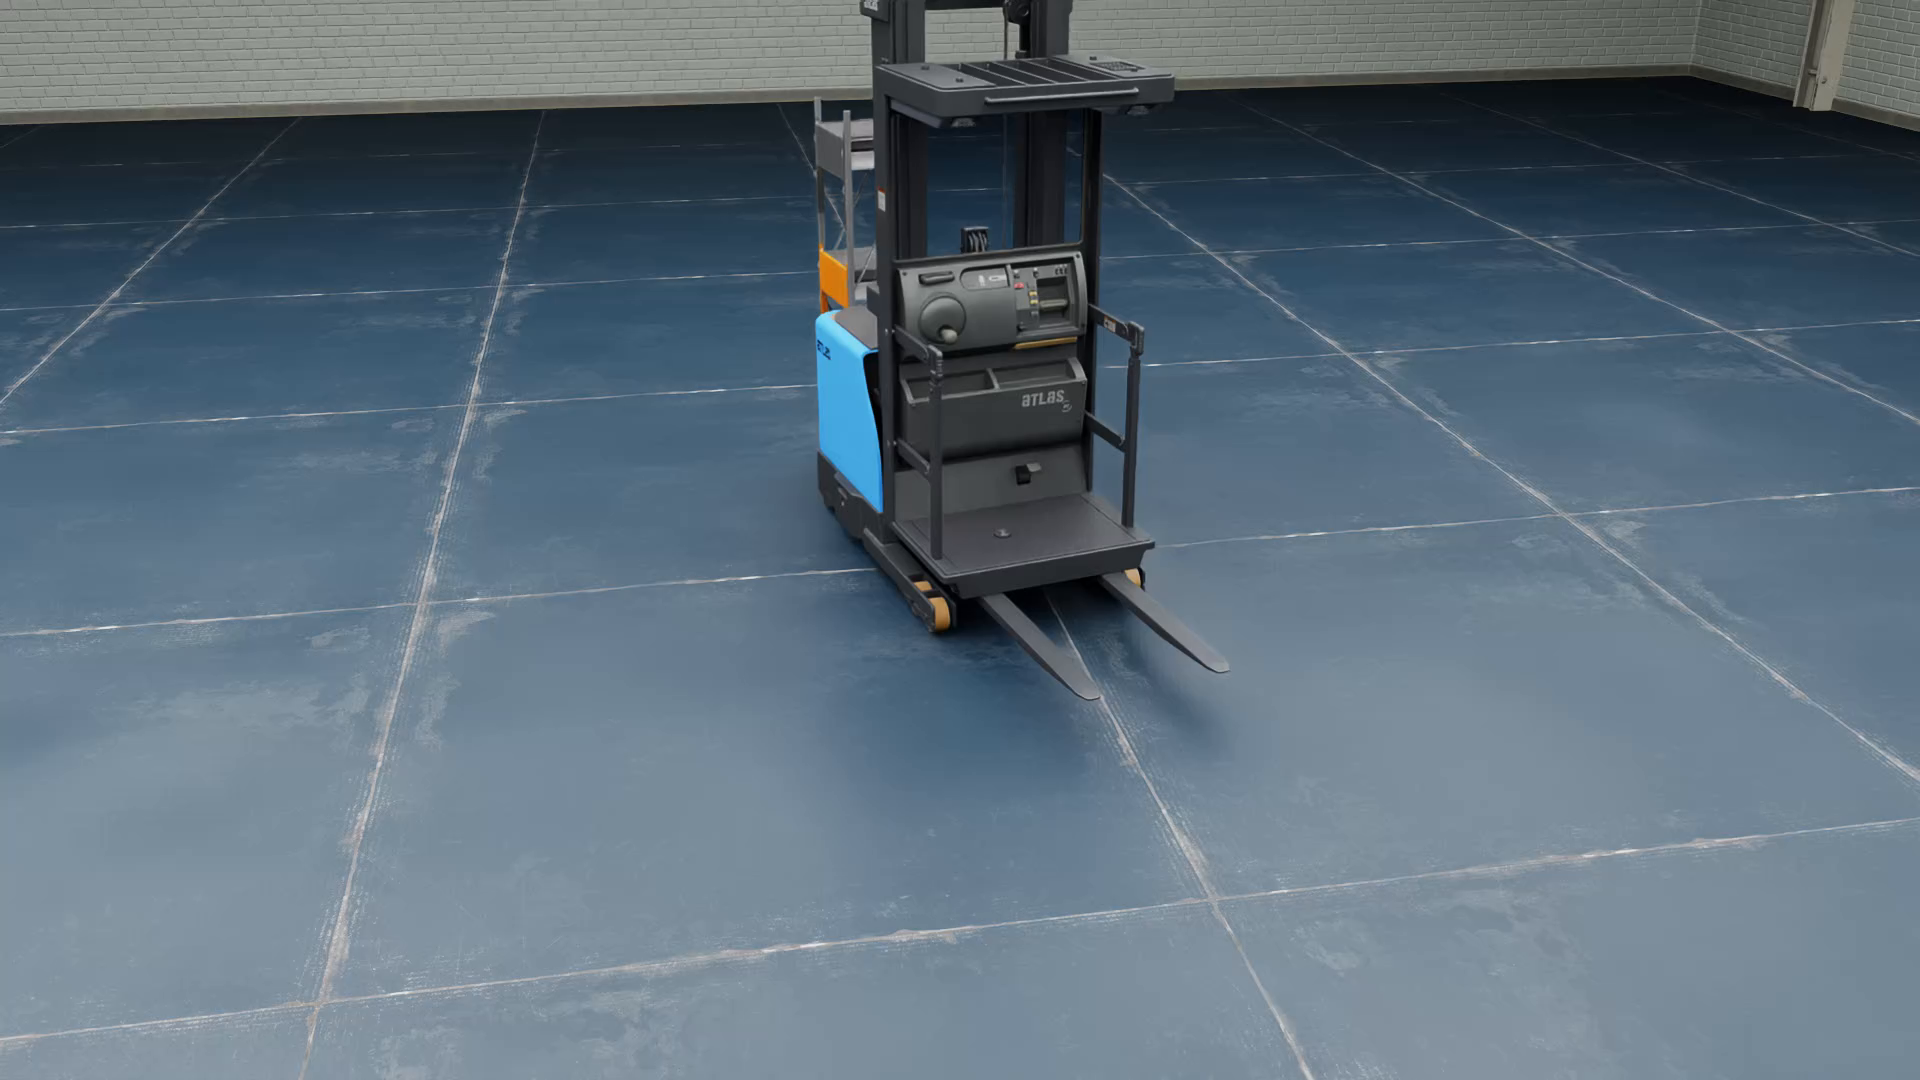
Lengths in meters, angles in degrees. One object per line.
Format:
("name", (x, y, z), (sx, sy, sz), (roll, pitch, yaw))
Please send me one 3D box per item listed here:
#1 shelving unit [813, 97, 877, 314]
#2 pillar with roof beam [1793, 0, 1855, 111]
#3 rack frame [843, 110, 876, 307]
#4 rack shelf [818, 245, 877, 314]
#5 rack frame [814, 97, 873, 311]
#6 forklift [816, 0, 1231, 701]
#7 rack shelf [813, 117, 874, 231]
("shelving unit", (-0.508, -1.369, 9.260), (0.431, 2.100, 0.503), (-9, 25, -20))
("pillar with roof beam", (6.841, -9.415, 19.064), (9.100, 9.000, 0.400), (-4, 24, -10))
("rack frame", (-0.415, -1.278, 9.054), (0.400, 2.100, 0.015), (-9, 25, -20))
("rack shelf", (-0.508, -1.356, 9.266), (0.431, 0.518, 0.480), (-9, 25, -20))
("rack frame", (-0.602, -1.459, 9.467), (0.400, 2.100, 0.015), (-9, 25, -20))
("forklift", (0.247, -1.104, 7.615), (1.130, 2.935, 3.031), (-9, 25, -20))
("rack shelf", (-0.508, -1.998, 8.986), (0.431, 0.518, 0.480), (-9, 25, -20))
